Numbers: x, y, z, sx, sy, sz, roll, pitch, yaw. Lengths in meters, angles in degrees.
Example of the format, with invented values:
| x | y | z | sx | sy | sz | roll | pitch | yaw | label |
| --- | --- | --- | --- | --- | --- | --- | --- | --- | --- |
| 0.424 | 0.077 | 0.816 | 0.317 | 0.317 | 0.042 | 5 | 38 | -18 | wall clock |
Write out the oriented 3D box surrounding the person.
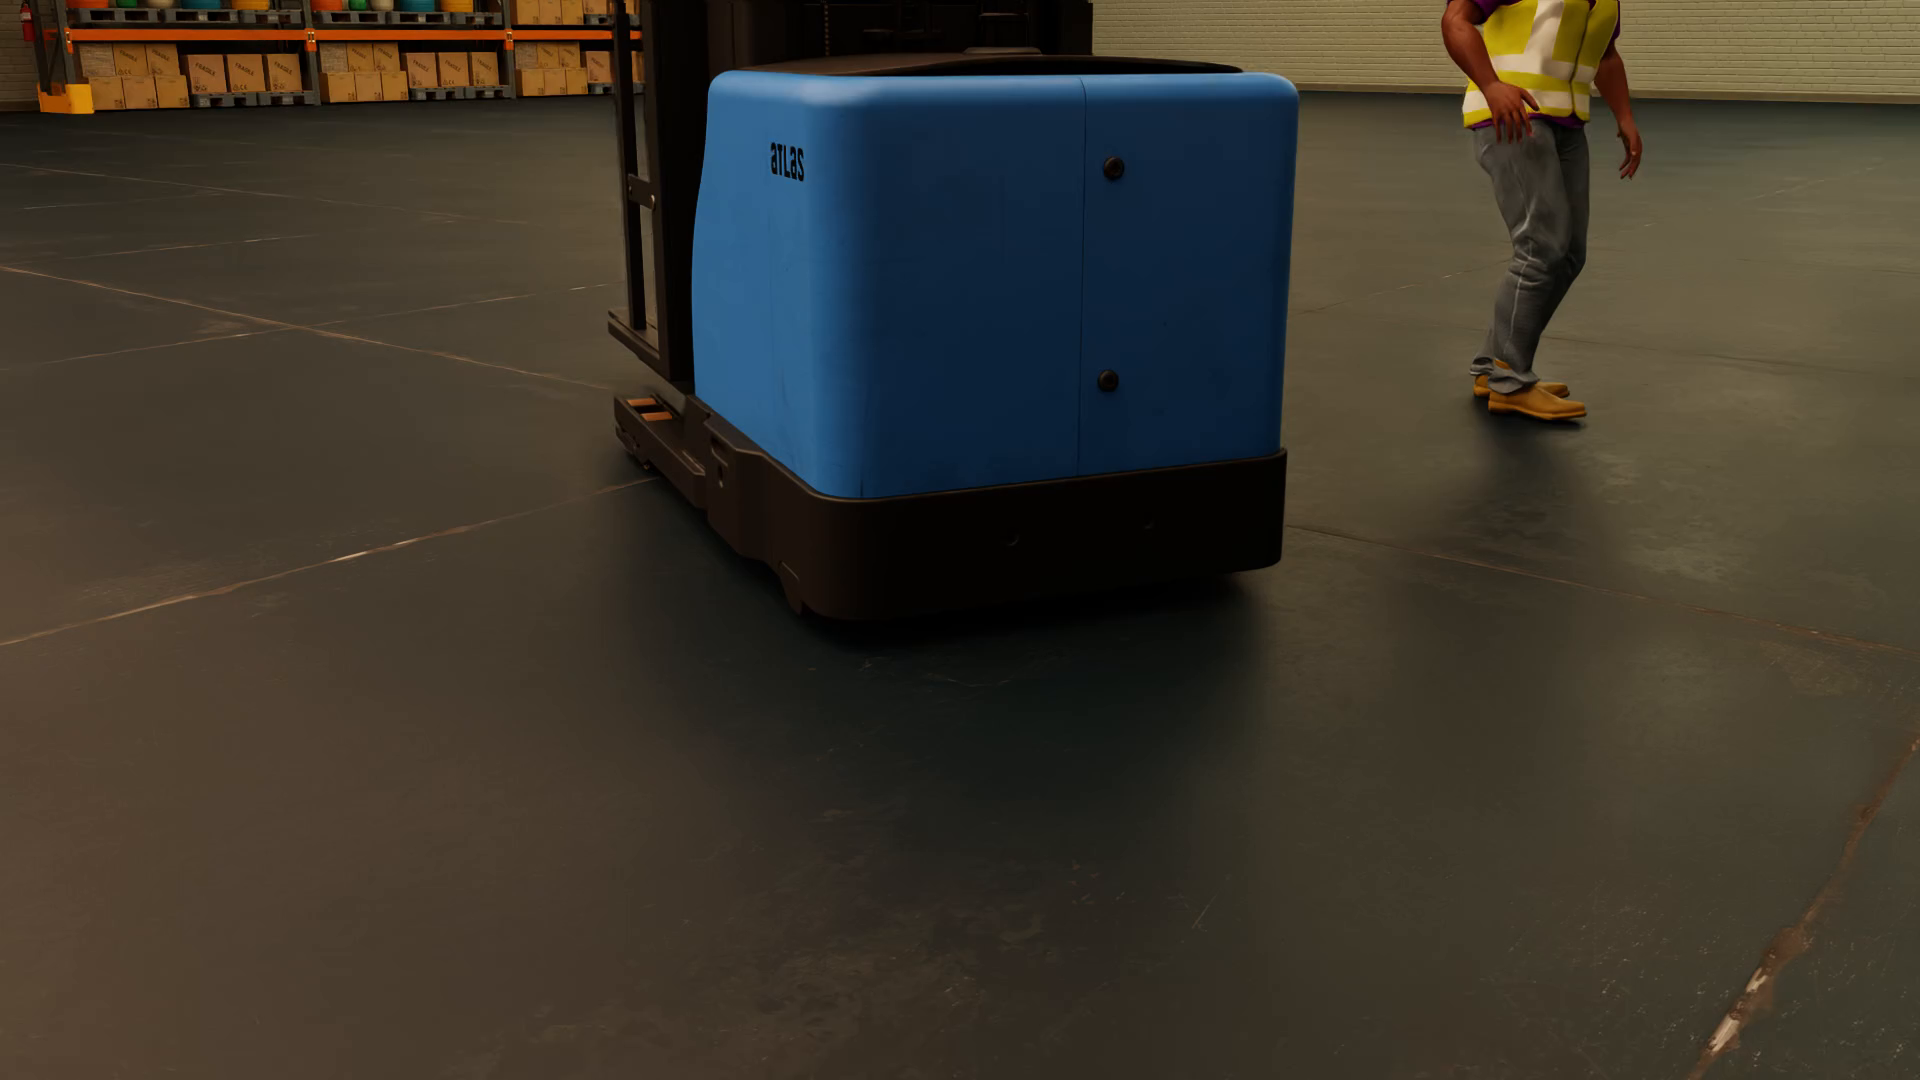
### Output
| x | y | z | sx | sy | sz | roll | pitch | yaw | label |
| --- | --- | --- | --- | --- | --- | --- | --- | --- | --- |
| 1.861 | -1.267 | 5.136 | 0.777 | 1.734 | 0.511 | -15 | 22 | -40 | person |

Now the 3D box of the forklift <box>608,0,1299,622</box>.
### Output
| x | y | z | sx | sy | sz | roll | pitch | yaw | label |
| --- | --- | --- | --- | --- | --- | --- | --- | --- | --- |
| -0.340 | -1.632 | 4.272 | 1.130 | 2.935 | 3.031 | -7 | 18 | -21 | forklift |
